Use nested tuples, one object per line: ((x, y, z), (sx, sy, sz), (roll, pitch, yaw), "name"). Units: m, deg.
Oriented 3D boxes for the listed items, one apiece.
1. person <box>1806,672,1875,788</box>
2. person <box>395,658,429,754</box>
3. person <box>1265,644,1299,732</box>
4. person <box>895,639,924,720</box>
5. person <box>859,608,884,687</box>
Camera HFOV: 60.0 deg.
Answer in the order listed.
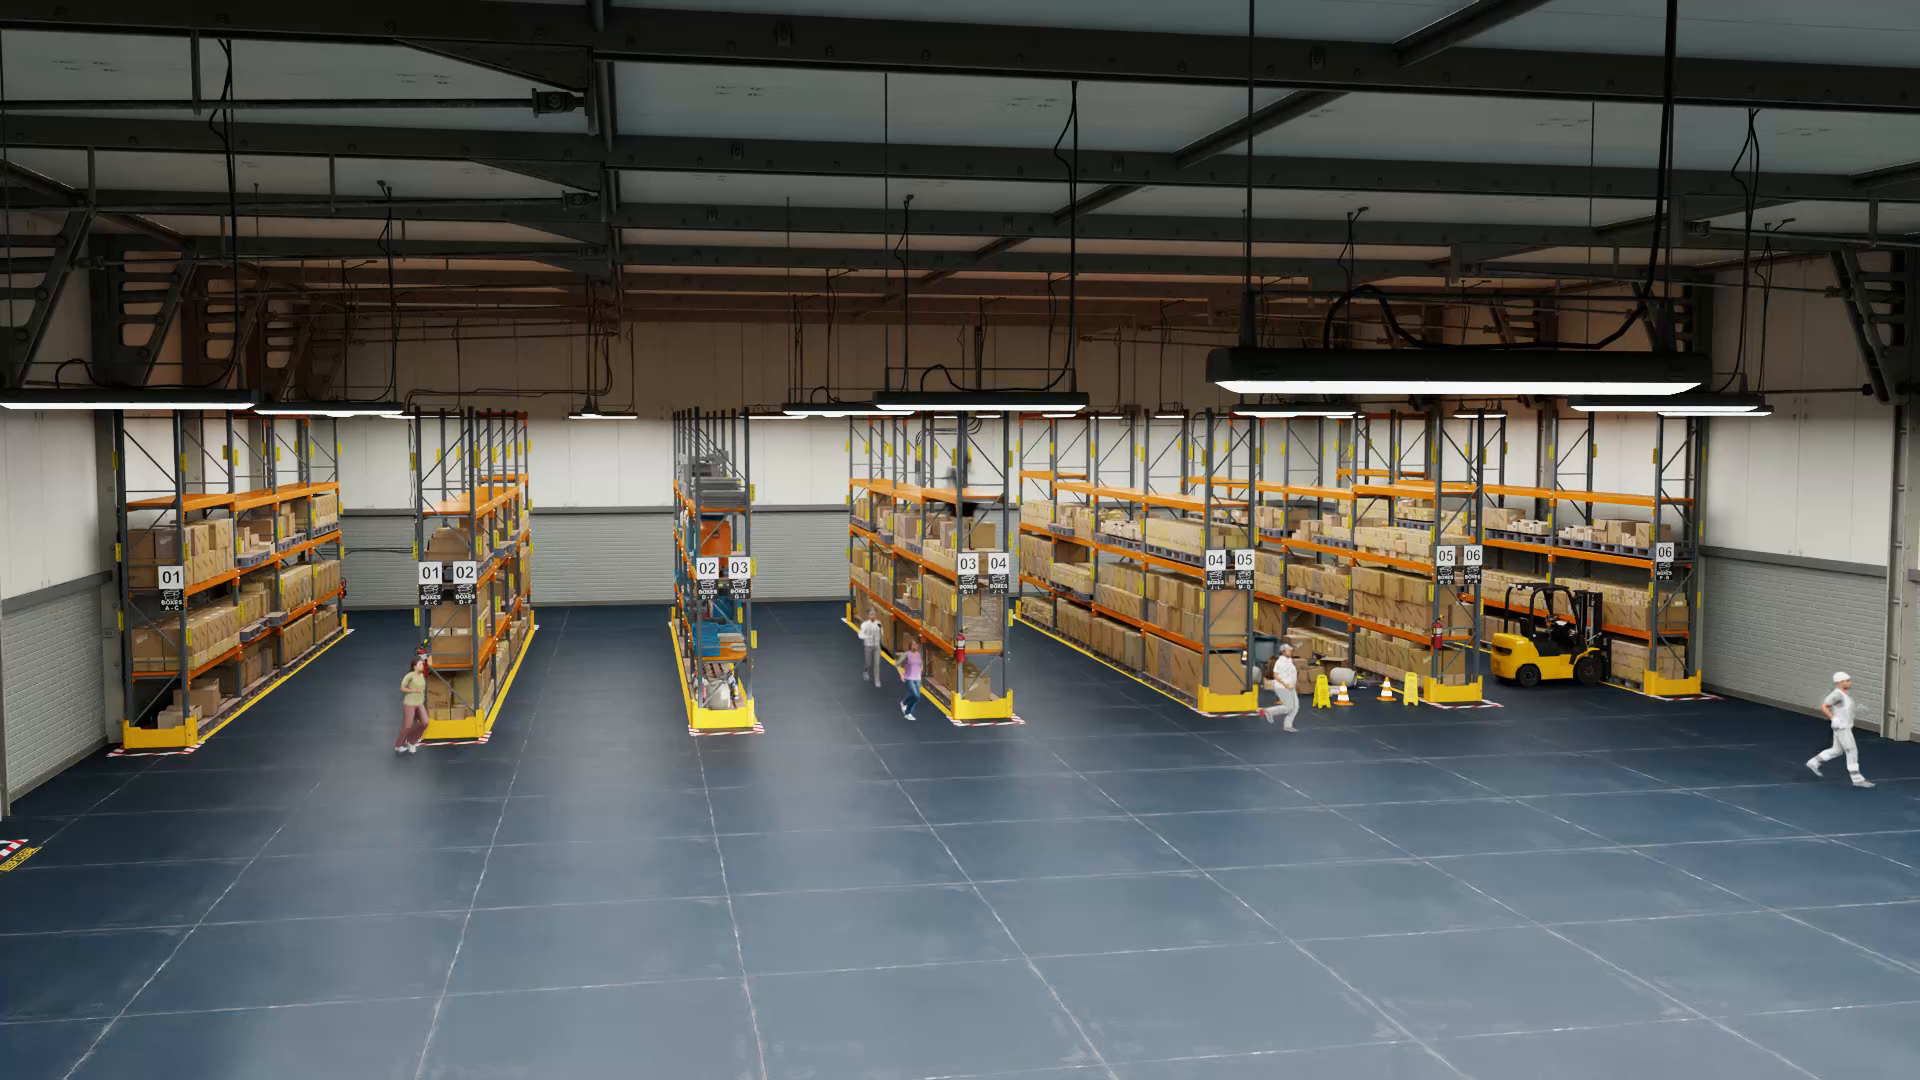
((13.840, 2.949, 26.108), (1.002, 1.765, 0.661), (3, 5, 36), "person")
((-9.431, 2.862, 28.828), (0.610, 1.639, 0.589), (3, 5, 35), "person")
((5.983, 2.733, 30.798), (0.612, 1.633, 0.615), (2, 5, 31), "person")
((-0.907, 2.690, 31.895), (0.534, 1.534, 0.488), (-3, 5, -38), "person")
((-1.882, 2.292, 35.894), (0.617, 1.667, 0.958), (-1, 4, -19), "person")
